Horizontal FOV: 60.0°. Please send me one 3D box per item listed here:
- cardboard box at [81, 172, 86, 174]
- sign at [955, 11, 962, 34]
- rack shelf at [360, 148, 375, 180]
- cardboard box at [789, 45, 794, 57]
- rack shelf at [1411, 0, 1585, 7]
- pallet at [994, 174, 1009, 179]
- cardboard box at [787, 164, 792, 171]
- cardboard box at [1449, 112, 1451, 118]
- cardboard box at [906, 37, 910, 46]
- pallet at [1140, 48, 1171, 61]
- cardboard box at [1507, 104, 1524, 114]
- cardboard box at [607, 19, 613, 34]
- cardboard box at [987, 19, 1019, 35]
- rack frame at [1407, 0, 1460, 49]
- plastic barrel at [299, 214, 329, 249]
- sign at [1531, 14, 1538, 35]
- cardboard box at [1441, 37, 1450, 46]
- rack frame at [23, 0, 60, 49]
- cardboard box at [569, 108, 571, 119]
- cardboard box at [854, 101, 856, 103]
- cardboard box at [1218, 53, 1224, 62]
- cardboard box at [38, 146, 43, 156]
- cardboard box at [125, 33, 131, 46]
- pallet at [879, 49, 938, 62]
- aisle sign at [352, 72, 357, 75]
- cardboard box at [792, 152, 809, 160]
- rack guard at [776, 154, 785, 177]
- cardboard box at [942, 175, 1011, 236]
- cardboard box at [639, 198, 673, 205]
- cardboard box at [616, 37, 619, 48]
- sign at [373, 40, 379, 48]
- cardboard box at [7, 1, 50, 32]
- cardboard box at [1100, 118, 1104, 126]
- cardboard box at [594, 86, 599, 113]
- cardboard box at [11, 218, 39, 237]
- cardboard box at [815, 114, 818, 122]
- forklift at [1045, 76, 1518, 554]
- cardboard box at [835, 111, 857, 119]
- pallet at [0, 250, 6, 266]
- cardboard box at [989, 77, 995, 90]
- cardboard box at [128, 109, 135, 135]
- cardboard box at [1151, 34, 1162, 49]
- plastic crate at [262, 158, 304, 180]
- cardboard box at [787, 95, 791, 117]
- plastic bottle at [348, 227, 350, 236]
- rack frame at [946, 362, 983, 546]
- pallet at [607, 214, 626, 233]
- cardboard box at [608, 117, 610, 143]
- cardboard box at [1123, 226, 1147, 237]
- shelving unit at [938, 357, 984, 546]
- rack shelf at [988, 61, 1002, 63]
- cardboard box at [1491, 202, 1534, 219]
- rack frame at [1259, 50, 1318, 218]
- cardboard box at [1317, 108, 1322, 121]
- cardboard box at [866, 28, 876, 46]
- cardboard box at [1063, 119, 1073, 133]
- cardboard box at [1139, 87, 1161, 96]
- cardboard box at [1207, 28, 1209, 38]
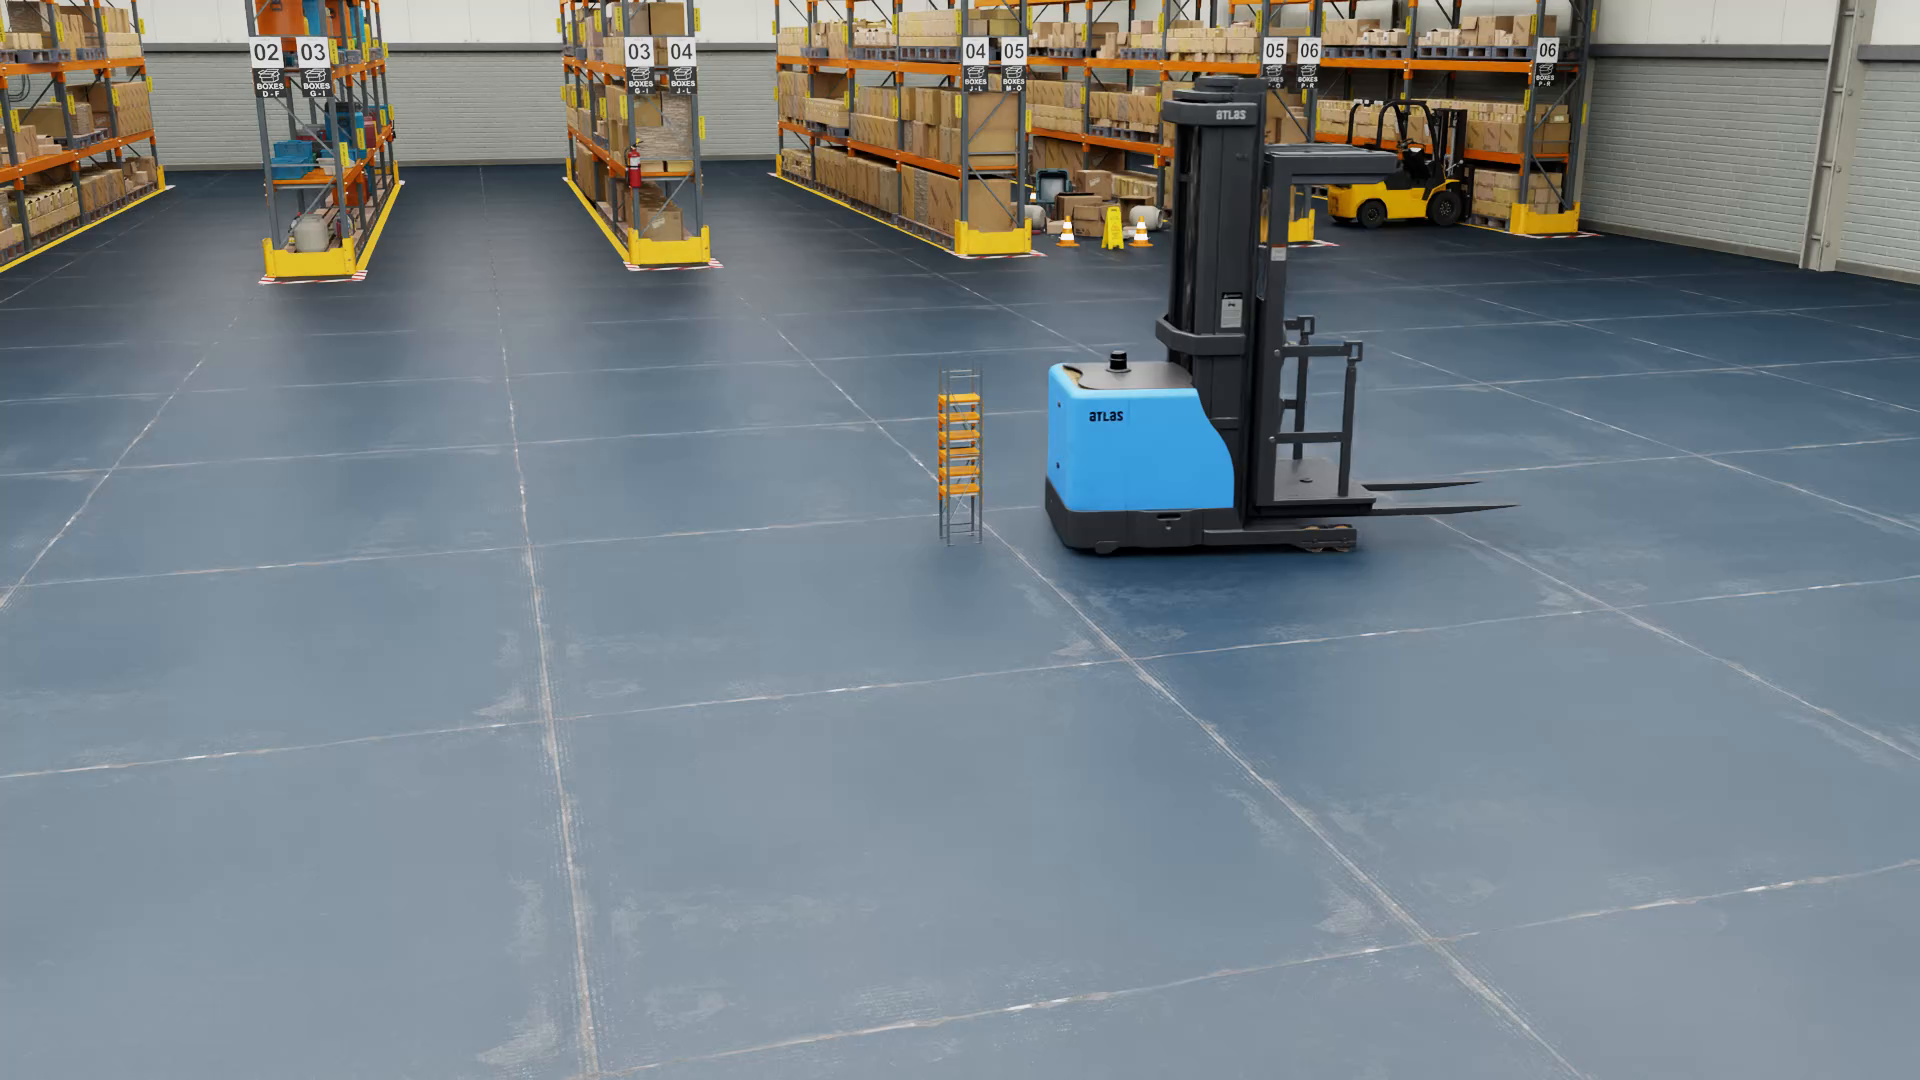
[{"bbox_3d":[-17.058,-6.802,31.964,0.500,0.500,0.500,-4,17,-14],"label":"cardboard box"},{"bbox_3d":[-0.019,-7.699,24.754,0.100,0.325,0.005,-5,17,-15],"label":"sign"},{"bbox_3d":[-10.701,-6.475,28.544,1.077,0.370,4.000,-5,17,-15],"label":"rack shelf"},{"bbox_3d":[-3.587,-11.131,37.840,0.500,0.250,0.500,-5,17,-16],"label":"cardboard box"},{"bbox_3d":[9.460,-9.619,29.277,1.077,0.370,4.000,-5,17,-15],"label":"rack shelf"},{"bbox_3d":[1.468,-8.873,40.125,1.003,0.211,1.213,-5,17,-15],"label":"pallet"},{"bbox_3d":[-3.864,-8.793,39.238,0.380,0.149,0.250,-4,17,-15],"label":"cardboard box"},{"bbox_3d":[9.069,-7.728,30.164,0.380,0.149,0.250,-5,18,-17],"label":"cardboard box"},{"bbox_3d":[-0.679,-8.319,27.752,0.380,0.149,0.250,-5,17,-15],"label":"cardboard box"},{"bbox_3d":[4.072,-8.967,30.703,1.213,0.211,1.003,-5,17,-15],"label":"pallet"},{"bbox_3d":[9.611,-7.378,28.480,0.380,0.149,0.250,-5,17,-15],"label":"cardboard box"},{"bbox_3d":[-5.683,-8.743,28.722,0.797,0.503,0.637,-4,17,-13],"label":"cardboard box"},{"bbox_3d":[0.621,-7.826,25.416,0.500,0.250,0.500,-5,17,-15],"label":"cardboard box"},{"bbox_3d":[8.910,-10.708,30.958,1.000,3.000,0.127,-5,17,-15],"label":"rack frame"},{"bbox_3d":[-9.445,-4.484,24.261,0.421,0.512,0.421,0,17,0],"label":"plastic barrel"},{"bbox_3d":[9.484,-8.512,27.460,0.100,0.325,0.005,-5,17,-15],"label":"sign"},{"bbox_3d":[8.953,-9.039,30.150,0.380,0.149,0.250,-4,17,-14],"label":"cardboard box"},{"bbox_3d":[-16.015,-9.855,28.119,1.000,3.000,0.127,-5,17,-15],"label":"rack frame"},{"bbox_3d":[-8.531,-9.611,37.478,0.500,0.250,0.500,-5,18,-17],"label":"cardboard box"},{"bbox_3d":[-1.996,-9.001,34.375,0.380,0.149,0.250,-4,17,-14],"label":"cardboard box"},{"bbox_3d":[4.546,-8.084,27.874,0.380,0.149,0.250,-5,17,-17],"label":"cardboard box"},{"bbox_3d":[-15.610,-6.514,27.859,0.380,0.149,0.250,-3,17,-11],"label":"cardboard box"},{"bbox_3d":[-17.556,-10.400,34.539,0.500,0.250,0.500,-5,17,-15],"label":"cardboard box"},{"bbox_3d":[-0.892,-8.617,29.542,0.805,0.209,1.217,-5,18,-17],"label":"pallet"},{"bbox_3d":[-13.755,-10.827,37.263,0.394,0.787,0.004,-5,17,-15],"label":"aisle sign"},{"bbox_3d":[-3.693,-8.928,38.651,0.380,0.149,0.250,-4,17,-14],"label":"cardboard box"},{"bbox_3d":[-3.870,-9.123,40.455,1.175,0.500,0.348,-5,17,-15],"label":"rack guard"},{"bbox_3d":[0.257,-5.282,26.284,0.875,0.875,0.875,-5,17,-15],"label":"cardboard box"},{"bbox_3d":[-4.907,-5.225,26.747,0.500,0.500,0.500,-6,18,-20],"label":"cardboard box"},{"bbox_3d":[-4.898,-7.375,24.644,0.380,0.149,0.250,-5,17,-15],"label":"cardboard box"},{"bbox_3d":[-11.821,-9.963,33.676,0.100,0.325,0.005,-5,17,-15],"label":"sign"},{"bbox_3d":[-16.129,-9.067,28.796,0.500,0.500,0.500,-5,17,-15],"label":"cardboard box"},{"bbox_3d":[3.026,-8.364,33.289,0.380,0.149,0.250,-6,18,-19],"label":"cardboard box"},{"bbox_3d":[-6.851,-8.677,32.706,0.797,0.503,0.637,-4,17,-14],"label":"cardboard box"},{"bbox_3d":[-14.788,-4.891,26.071,0.500,0.250,0.500,-5,17,-17],"label":"cardboard box"},{"bbox_3d":[-2.840,-8.885,35.023,0.380,0.149,0.250,-5,18,-18],"label":"cardboard box"},{"bbox_3d":[2.134,-1.473,10.761,3.031,2.935,1.130,-2,17,-6],"label":"forklift"},{"bbox_3d":[-2.266,-8.452,33.066,0.380,0.149,0.250,-4,17,-14],"label":"cardboard box"},{"bbox_3d":[-14.398,-3.979,23.831,1.003,0.211,1.213,-5,17,-15],"label":"pallet"},{"bbox_3d":[0.997,-10.848,39.940,0.500,0.500,0.500,-5,17,-16],"label":"cardboard box"},{"bbox_3d":[-17.271,-8.579,34.124,0.500,0.500,0.500,-5,17,-16],"label":"cardboard box"},{"bbox_3d":[3.839,-9.157,30.540,0.500,0.250,0.500,-5,17,-16],"label":"cardboard box"},{"bbox_3d":[-9.478,-5.203,23.319,0.499,0.251,0.616,-5,17,-15],"label":"plastic crate"},{"bbox_3d":[-3.739,-10.103,38.681,0.500,0.500,0.500,-4,17,-15],"label":"cardboard box"},{"bbox_3d":[-9.296,-4.660,25.208,0.061,0.283,0.133,-4,17,-14],"label":"plastic bottle"},{"bbox_3d":[0.029,-0.545,10.682,0.240,1.200,0.006,-5,17,-15],"label":"rack frame"},{"bbox_3d":[-5.605,-5.538,29.020,1.003,0.211,1.213,-5,17,-15],"label":"pallet"},{"bbox_3d":[-5.325,-6.719,27.415,0.875,0.500,0.500,-5,17,-15],"label":"cardboard box"},{"bbox_3d":[2.936,-5.172,27.912,0.380,0.149,0.250,4,17,13],"label":"cardboard box"},{"bbox_3d":[0.004,-0.571,10.766,0.258,1.200,0.189,-5,17,-15],"label":"shelving unit"},{"bbox_3d":[1.391,-11.299,39.391,1.077,0.370,4.000,-5,17,-15],"label":"rack shelf"},{"bbox_3d":[9.577,-5.718,28.822,0.500,0.250,0.500,-5,17,-15],"label":"cardboard box"},{"bbox_3d":[5.238,-6.335,26.828,1.000,3.000,0.127,-5,17,-15],"label":"rack frame"},{"bbox_3d":[7.674,-8.965,34.974,0.500,0.250,0.500,-5,17,-15],"label":"cardboard box"},{"bbox_3d":[-1.426,-9.273,30.646,0.500,0.311,0.500,-5,17,-16],"label":"cardboard box"},{"bbox_3d":[2.495,-8.735,35.080,0.500,0.250,0.500,-4,17,-14],"label":"cardboard box"},{"bbox_3d":[3.593,-8.443,31.297,0.380,0.149,0.250,-5,17,-17],"label":"cardboard box"},{"bbox_3d":[4.418,-8.603,28.215,0.380,0.149,0.250,-4,17,-14],"label":"cardboard box"}]
